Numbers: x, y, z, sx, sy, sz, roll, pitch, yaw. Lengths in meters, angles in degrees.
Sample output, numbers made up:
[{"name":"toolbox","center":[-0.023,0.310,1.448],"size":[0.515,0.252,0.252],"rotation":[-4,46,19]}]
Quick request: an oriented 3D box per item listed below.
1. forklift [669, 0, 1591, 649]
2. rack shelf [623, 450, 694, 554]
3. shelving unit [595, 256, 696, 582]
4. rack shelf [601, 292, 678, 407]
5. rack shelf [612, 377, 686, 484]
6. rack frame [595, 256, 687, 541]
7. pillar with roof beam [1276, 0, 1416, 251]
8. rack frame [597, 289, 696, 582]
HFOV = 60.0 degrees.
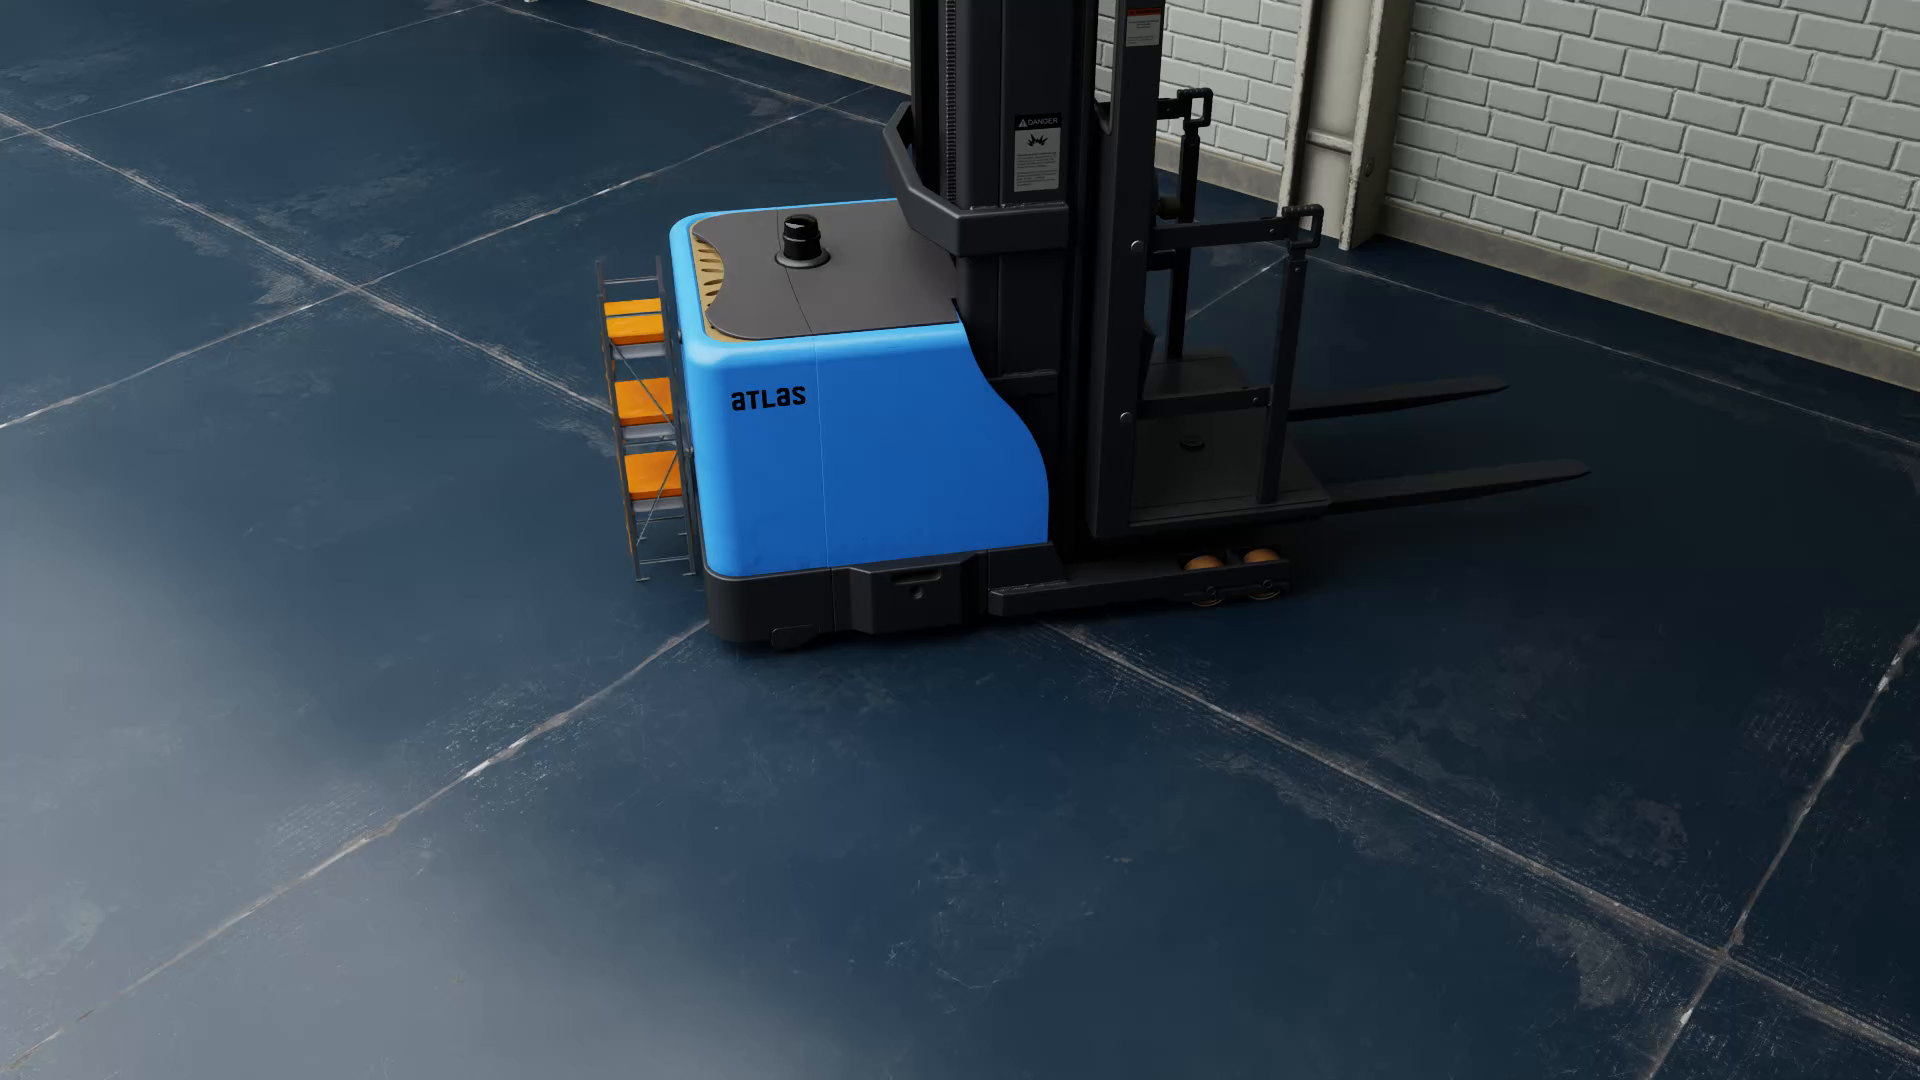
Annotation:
[{"name":"forklift","center":[0.618,-1.278,5.022],"size":[3.031,2.935,1.130],"rotation":[-6,35,-9]},{"name":"rack shelf","center":[-1.008,-0.136,5.531],"size":[0.215,0.259,0.240],"rotation":[-6,35,-9]},{"name":"shelving unit","center":[-1.008,-0.374,5.367],"size":[0.215,1.050,0.252],"rotation":[-6,35,-9]},{"name":"rack shelf","center":[-1.008,-0.599,5.213],"size":[0.215,0.259,0.240],"rotation":[-6,35,-9]},{"name":"rack shelf","center":[-1.008,-0.365,5.373],"size":[0.215,0.259,0.240],"rotation":[-6,35,-9]},{"name":"rack frame","center":[-1.032,-0.442,5.466],"size":[0.200,1.050,0.008],"rotation":[-6,35,-9]},{"name":"pillar with roof beam","center":[-1.009,-3.312,2.623],"size":[0.400,9.000,9.100],"rotation":[25,42,32]},{"name":"rack frame","center":[-0.984,-0.306,5.269],"size":[0.200,1.050,0.008],"rotation":[-6,35,-9]}]
